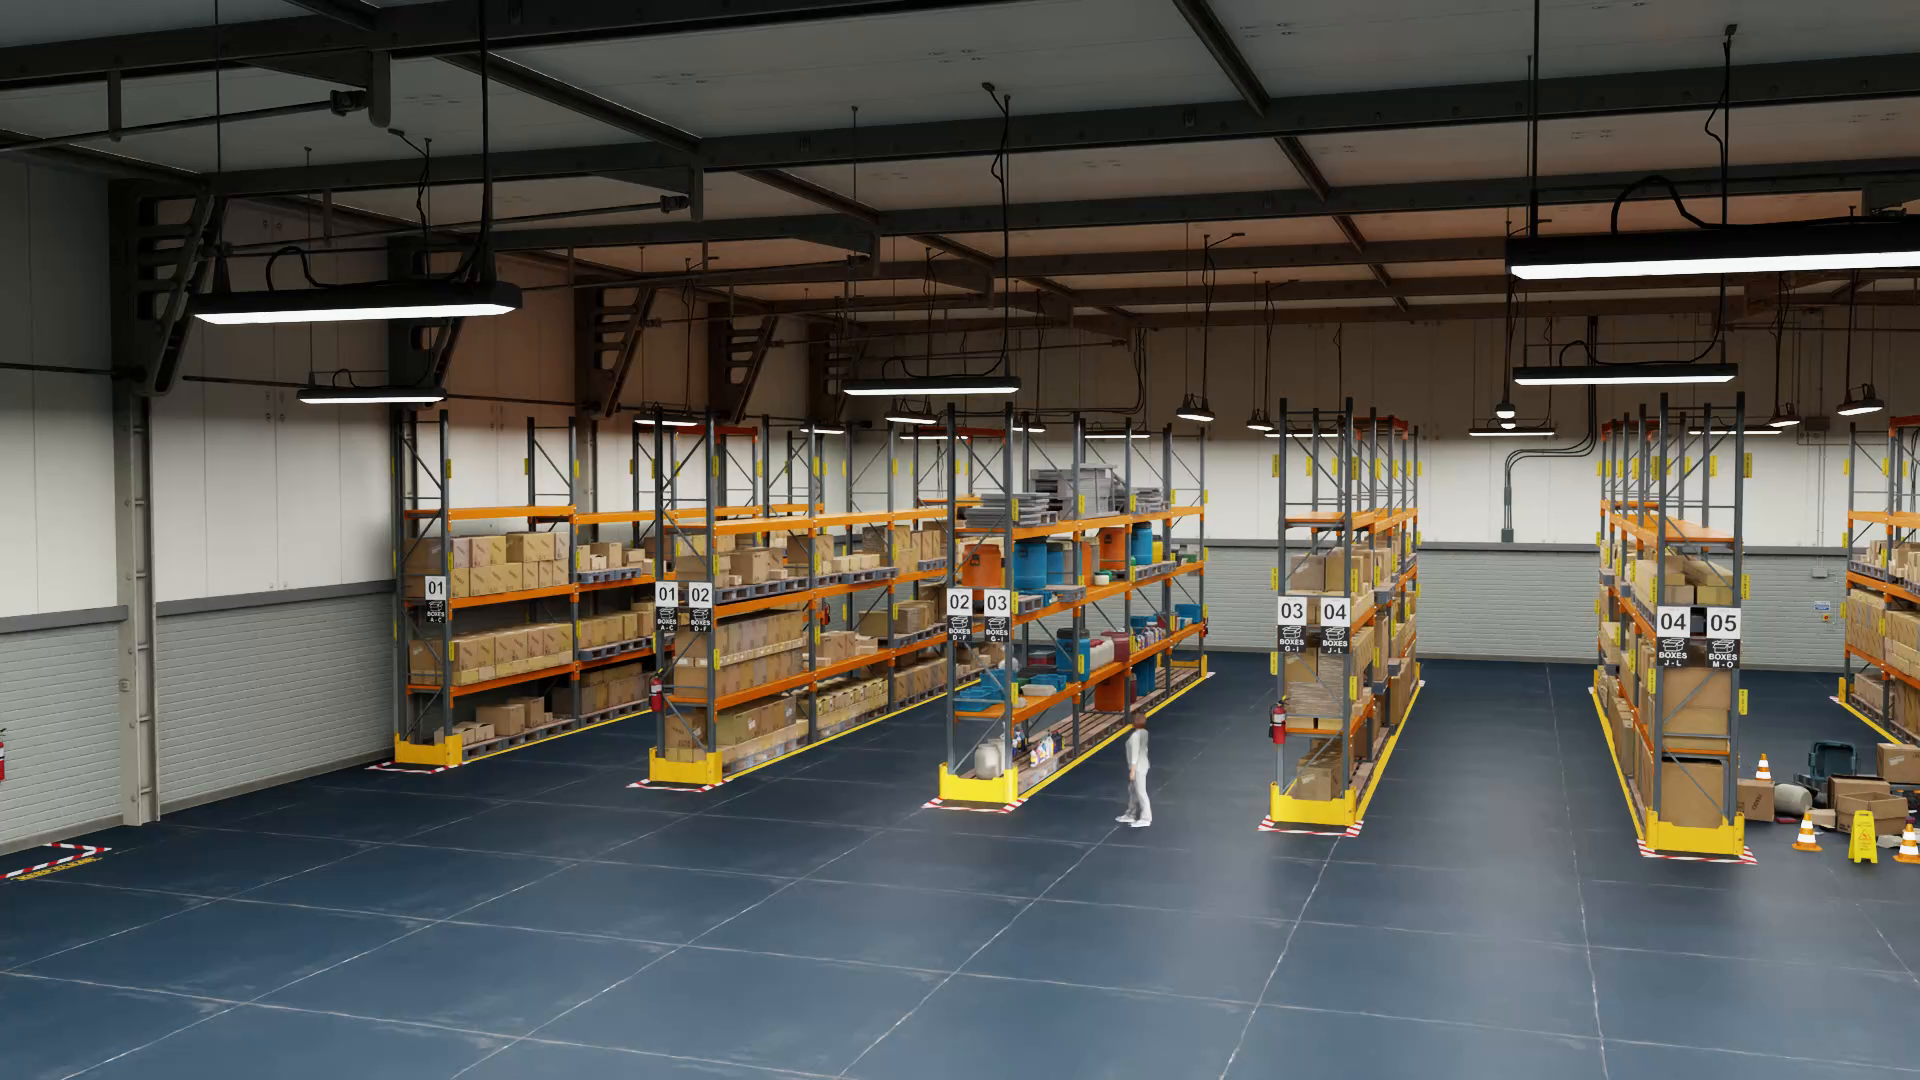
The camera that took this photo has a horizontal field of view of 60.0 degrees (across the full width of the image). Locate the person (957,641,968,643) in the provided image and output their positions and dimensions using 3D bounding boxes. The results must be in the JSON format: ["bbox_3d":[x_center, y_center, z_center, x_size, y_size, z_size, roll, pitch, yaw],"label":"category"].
[{"bbox_3d":[0.030,2.228,44.332,0.592,1.734,0.902,-2,3,-42],"label":"person"}]

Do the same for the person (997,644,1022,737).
[{"bbox_3d":[0.885,2.784,30.411,0.409,1.792,0.595,2,3,36],"label":"person"}]

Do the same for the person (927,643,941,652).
[{"bbox_3d":[-0.627,2.341,42.587,0.497,1.668,0.547,1,3,13],"label":"person"}]

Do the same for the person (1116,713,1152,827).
[{"bbox_3d":[2.429,3.207,23.269,0.511,1.601,0.492,0,2,7],"label":"person"}]
